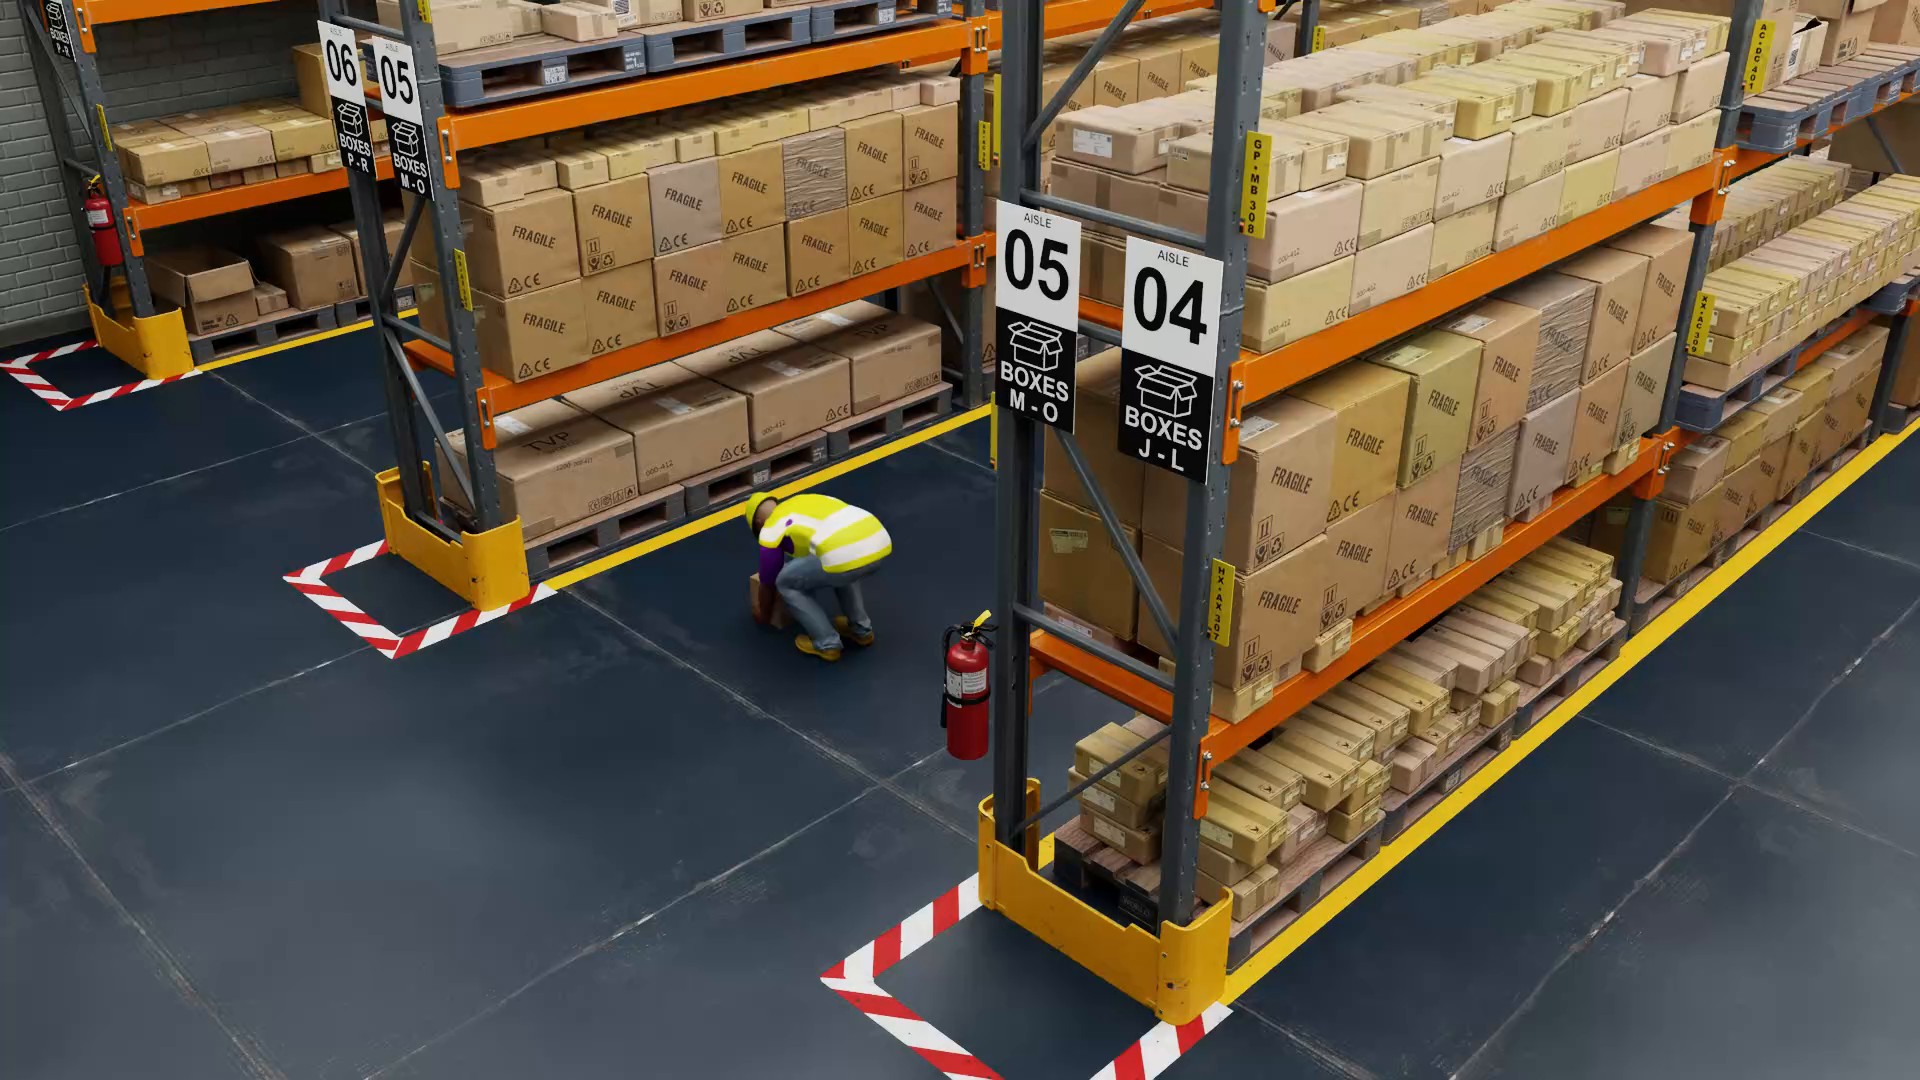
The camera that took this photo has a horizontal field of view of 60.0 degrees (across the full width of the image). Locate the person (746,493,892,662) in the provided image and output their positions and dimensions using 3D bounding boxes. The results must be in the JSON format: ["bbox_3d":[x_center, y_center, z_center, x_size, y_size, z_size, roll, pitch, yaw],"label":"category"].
[{"bbox_3d":[-0.827,0.164,9.280,0.980,0.874,0.513,23,35,37],"label":"person"}]
